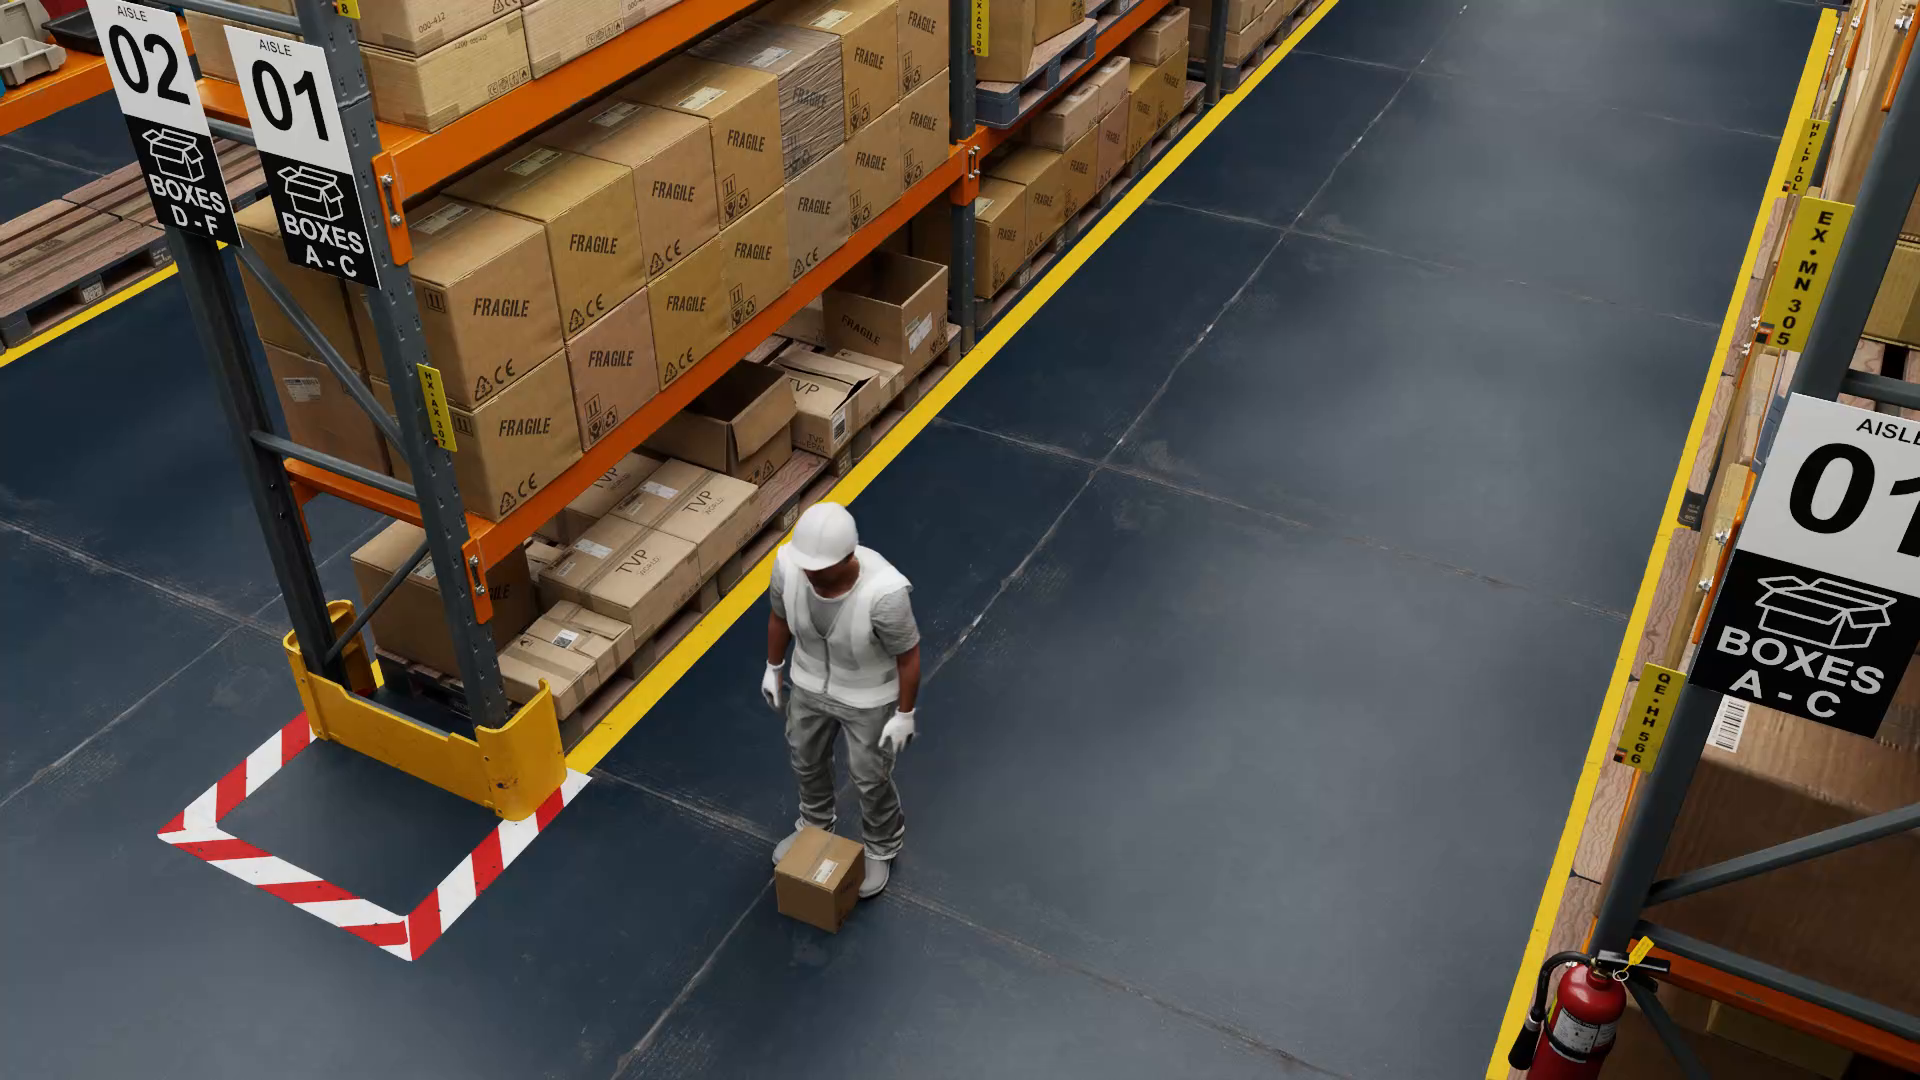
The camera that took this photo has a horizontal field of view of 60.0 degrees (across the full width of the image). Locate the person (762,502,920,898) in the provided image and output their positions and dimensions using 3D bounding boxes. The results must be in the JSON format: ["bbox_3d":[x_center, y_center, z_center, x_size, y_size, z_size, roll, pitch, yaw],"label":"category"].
[{"bbox_3d":[-0.435,0.557,6.017,0.617,1.774,0.450,17,41,21],"label":"person"}]
